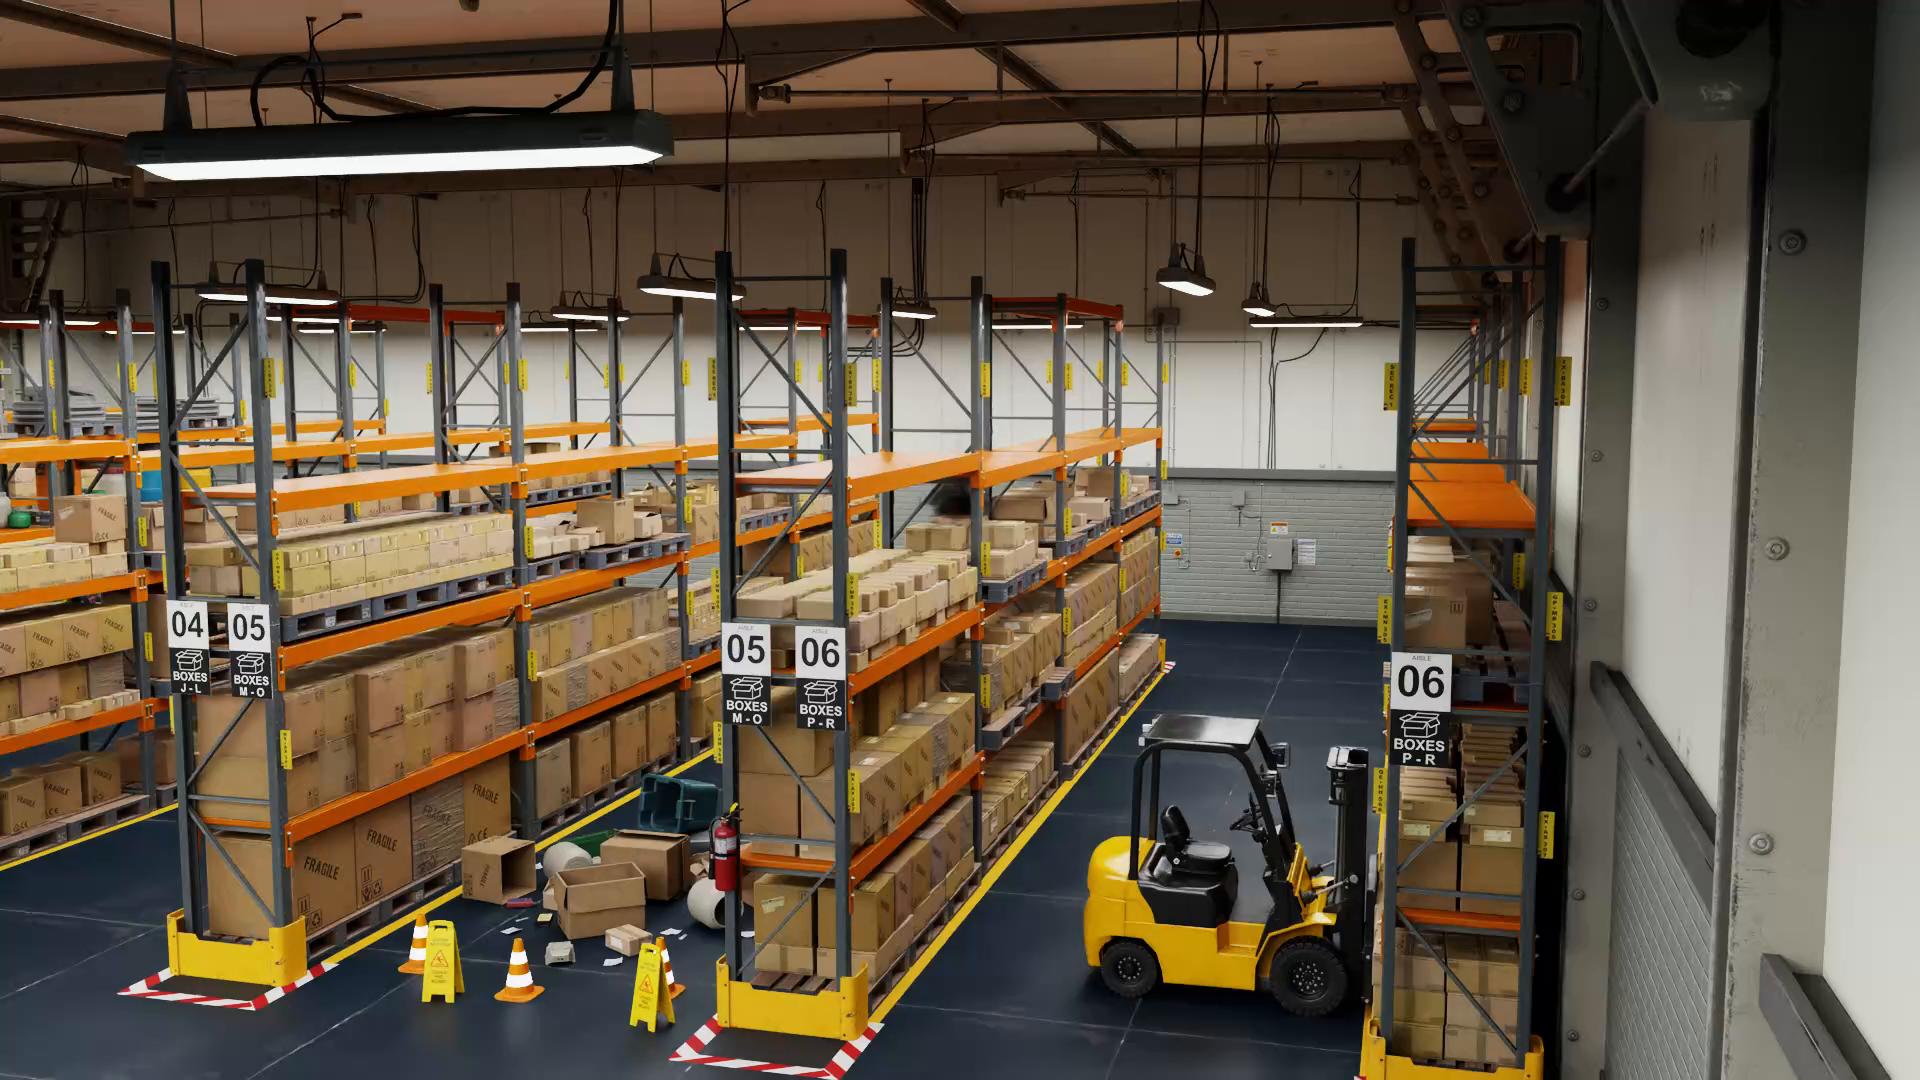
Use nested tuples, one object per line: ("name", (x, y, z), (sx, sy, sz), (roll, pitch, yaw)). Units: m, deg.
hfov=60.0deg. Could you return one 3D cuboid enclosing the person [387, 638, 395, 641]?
("person", (-7.249, 2.072, 21.183), (0.605, 1.771, 0.845), (1, 6, 11))
